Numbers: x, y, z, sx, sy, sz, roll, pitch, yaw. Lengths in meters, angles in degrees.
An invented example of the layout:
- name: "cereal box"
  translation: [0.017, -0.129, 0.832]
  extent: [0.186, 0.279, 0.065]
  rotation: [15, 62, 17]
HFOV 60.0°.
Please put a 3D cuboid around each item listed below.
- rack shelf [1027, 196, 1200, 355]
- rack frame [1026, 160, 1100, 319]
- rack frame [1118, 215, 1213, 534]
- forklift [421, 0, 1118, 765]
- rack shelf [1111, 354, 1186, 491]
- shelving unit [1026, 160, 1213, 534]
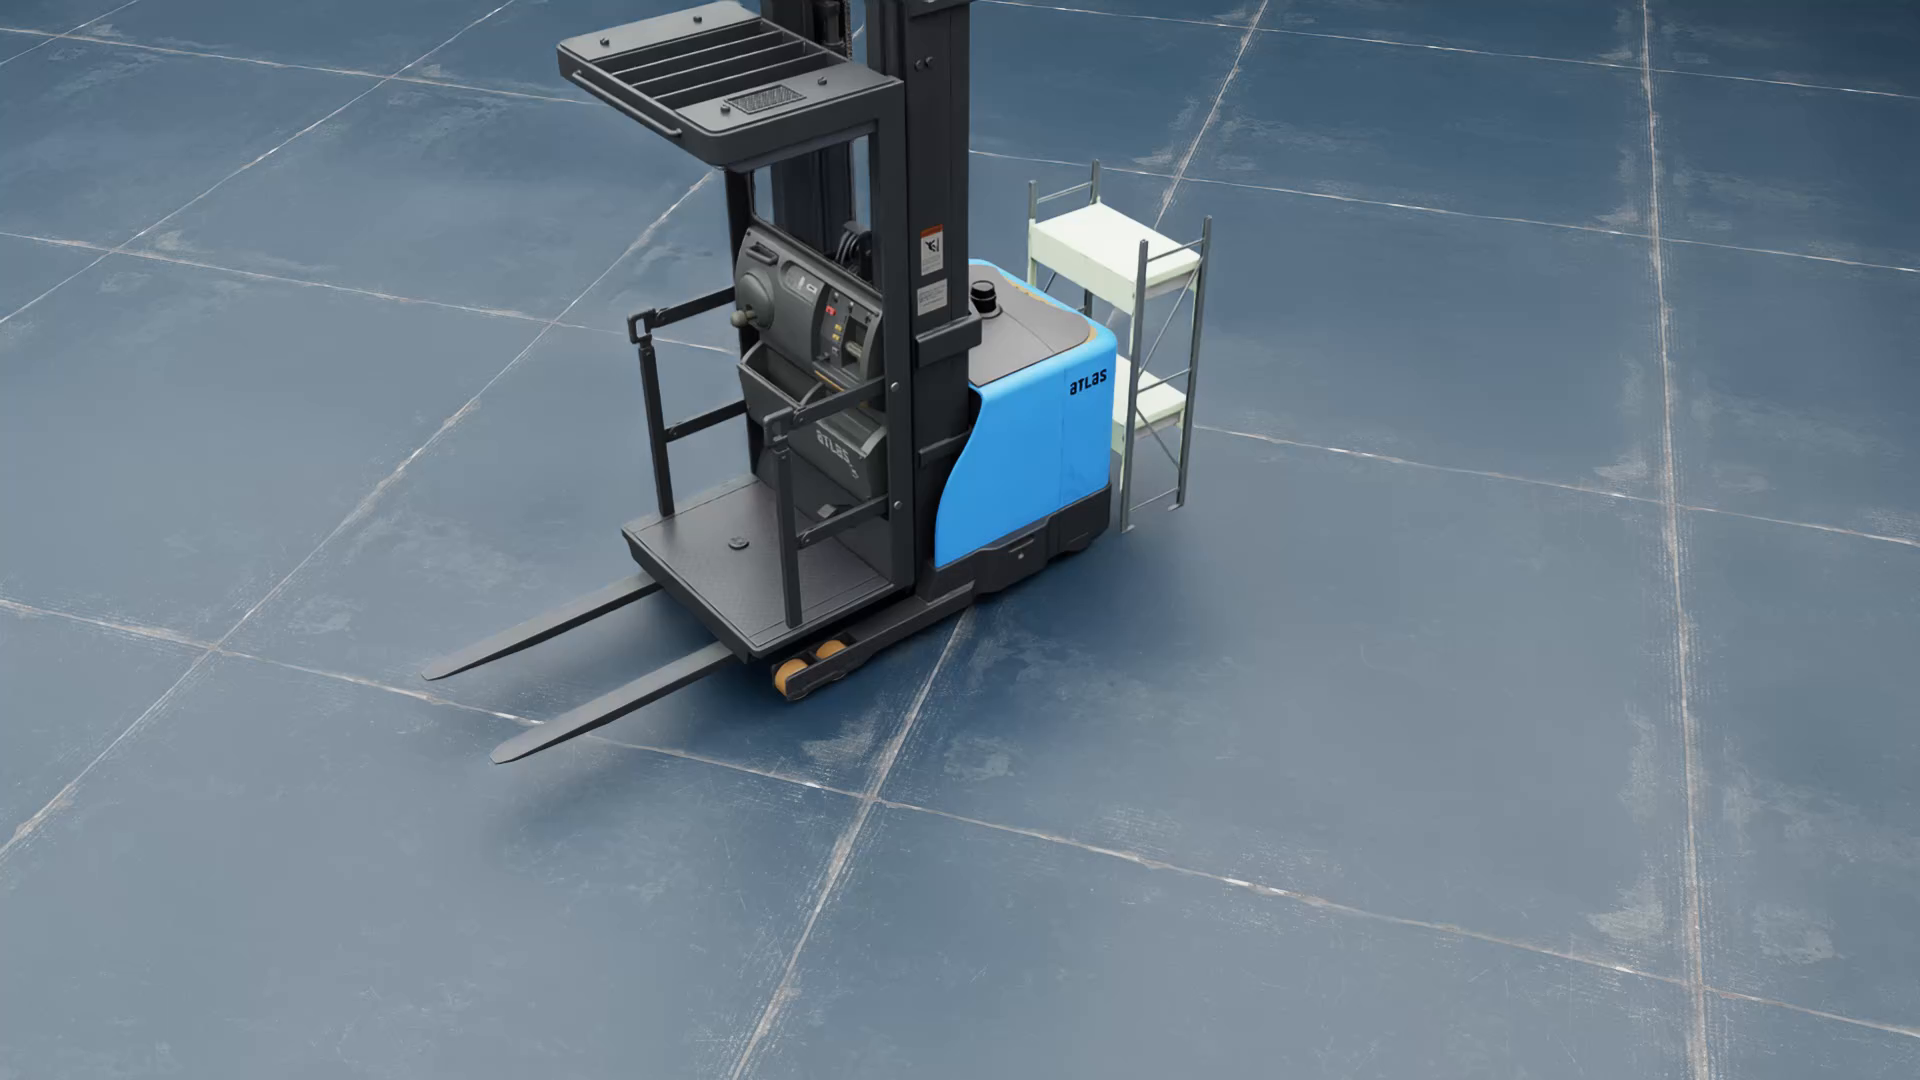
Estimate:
- name: "rack shelf"
  translation: [0.691, -1.194, 7.448]
  extent: [0.431, 0.370, 0.720]
  rotation: [-24, 43, -29]
- name: "rack frame"
  translation: [0.471, -1.053, 7.915]
  extent: [0.400, 1.500, 0.023]
  rotation: [-24, 43, -29]
- name: "rack frame"
  translation: [0.911, -0.706, 7.443]
  extent: [0.400, 1.500, 0.023]
  rotation: [-24, 43, -29]
- name: "forklift"
  translation: [-0.770, -0.877, 6.469]
  extent: [3.031, 2.935, 1.130]
  rotation: [-25, 43, -30]
- name: "rack shelf"
  translation: [0.690, -0.617, 7.872]
  extent: [0.431, 0.370, 0.720]
  rotation: [-24, 43, -29]
- name: "shelving unit"
  translation: [0.691, -0.880, 7.679]
  extent: [0.431, 1.500, 0.755]
  rotation: [-24, 43, -29]
